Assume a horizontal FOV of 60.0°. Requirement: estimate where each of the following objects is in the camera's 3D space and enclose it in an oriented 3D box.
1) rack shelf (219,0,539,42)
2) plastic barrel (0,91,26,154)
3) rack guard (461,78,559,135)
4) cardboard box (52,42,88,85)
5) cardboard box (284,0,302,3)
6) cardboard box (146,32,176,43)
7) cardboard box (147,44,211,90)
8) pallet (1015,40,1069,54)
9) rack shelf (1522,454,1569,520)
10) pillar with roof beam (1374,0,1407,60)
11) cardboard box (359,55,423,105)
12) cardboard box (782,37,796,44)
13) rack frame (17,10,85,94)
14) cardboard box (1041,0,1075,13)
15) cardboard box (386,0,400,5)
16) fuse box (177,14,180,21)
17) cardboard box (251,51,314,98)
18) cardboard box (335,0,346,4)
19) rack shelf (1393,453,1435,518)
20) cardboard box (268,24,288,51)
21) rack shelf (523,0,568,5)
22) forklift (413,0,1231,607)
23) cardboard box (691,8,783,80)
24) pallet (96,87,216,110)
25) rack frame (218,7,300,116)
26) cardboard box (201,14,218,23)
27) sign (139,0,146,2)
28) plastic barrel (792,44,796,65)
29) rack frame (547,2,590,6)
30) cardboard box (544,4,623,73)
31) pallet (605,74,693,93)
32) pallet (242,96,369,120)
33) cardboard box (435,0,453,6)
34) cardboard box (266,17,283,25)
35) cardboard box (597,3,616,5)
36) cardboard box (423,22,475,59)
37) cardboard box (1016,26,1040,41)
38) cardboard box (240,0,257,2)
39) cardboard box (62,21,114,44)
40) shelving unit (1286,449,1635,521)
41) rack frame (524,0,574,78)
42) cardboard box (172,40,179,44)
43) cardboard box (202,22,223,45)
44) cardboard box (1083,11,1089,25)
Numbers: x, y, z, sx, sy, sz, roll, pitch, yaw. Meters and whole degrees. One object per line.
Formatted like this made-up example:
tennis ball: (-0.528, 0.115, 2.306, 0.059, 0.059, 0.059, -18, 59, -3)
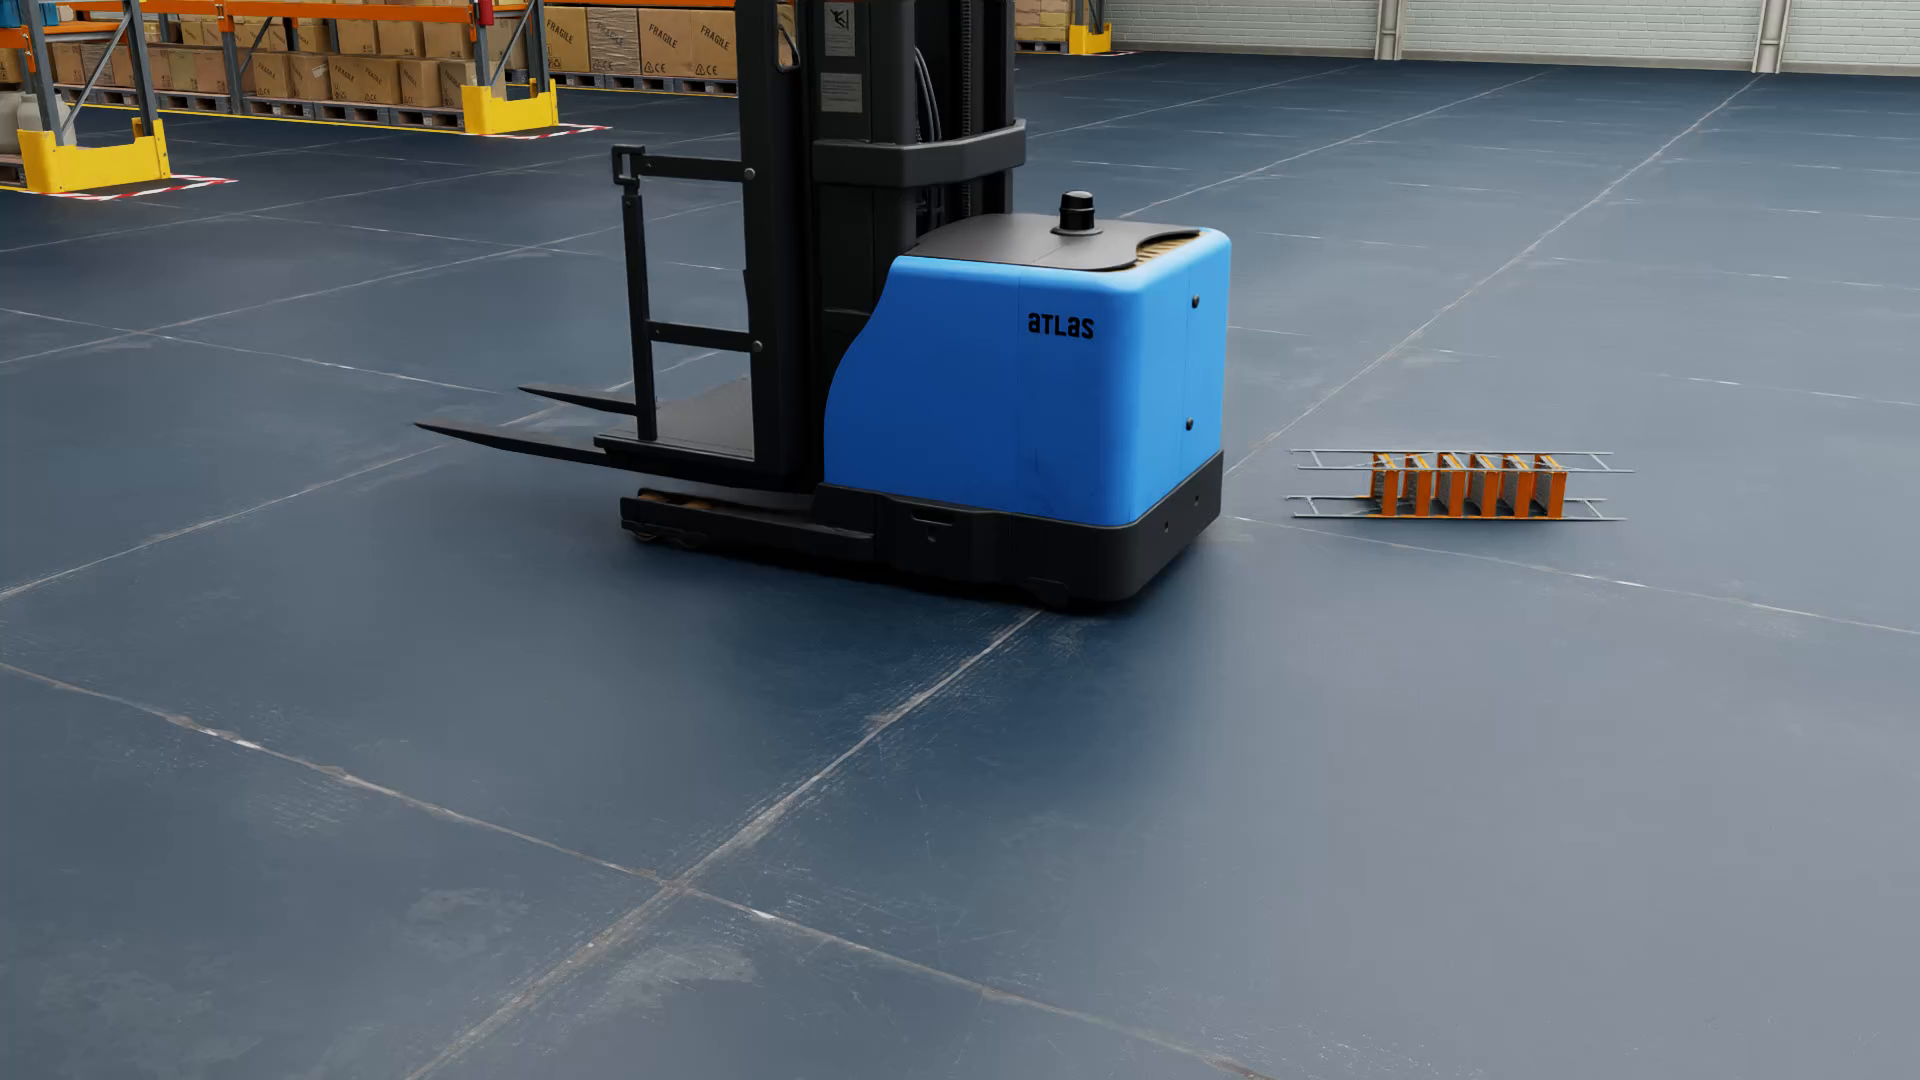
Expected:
rack shelf: (-6.630, -5.946, 18.912, 4.000, 0.370, 1.077, 11, 23, 27)
plastic barrel: (-8.349, -3.675, 14.629, 0.421, 0.512, 0.421, 0, 20, 0)
rack guard: (-4.950, -4.789, 18.334, 0.348, 0.500, 1.175, 11, 23, 27)
cardboard box: (-11.273, -6.208, 21.601, 0.500, 0.500, 0.700, 10, 22, 24)
cardboard box: (-7.470, -6.202, 18.932, 0.250, 0.149, 0.380, 11, 23, 27)
cardboard box: (-13.283, -8.361, 27.646, 0.250, 0.149, 0.380, 11, 23, 28)
cardboard box: (-9.797, -5.935, 20.847, 0.500, 0.500, 0.700, 9, 22, 23)
pallet: (1.678, -9.184, 30.873, 1.213, 0.211, 1.003, 11, 23, 27)
rack shelf: (2.147, -0.202, 6.137, 0.103, 0.180, 0.258, 1, 20, 2)
pillar with roof beam: (5.337, -11.305, 23.833, 0.400, 9.000, 9.100, 11, 23, 27)
cardboard box: (-6.497, -5.281, 19.076, 0.500, 0.500, 0.500, 13, 24, 32)
cardboard box: (-2.688, -8.208, 27.509, 0.500, 0.250, 0.500, 12, 23, 30)
rack frame: (-11.868, -7.282, 21.540, 0.127, 3.000, 1.000, 11, 23, 27)
cardboard box: (1.812, -9.738, 30.263, 0.500, 0.250, 0.500, 12, 23, 29)
cardboard box: (-6.104, -5.987, 18.340, 0.250, 0.149, 0.380, 11, 23, 27)
fuse box: (-17.802, -12.488, 37.784, 0.414, 1.711, 0.539, 11, 23, 27)
cardboard box: (-8.046, -5.560, 19.845, 0.500, 0.500, 0.500, 10, 22, 26)
cardboard box: (-6.779, -6.100, 18.650, 0.250, 0.149, 0.380, 11, 23, 27)
rack shelf: (1.668, -0.207, 6.152, 0.103, 0.180, 0.258, 1, 20, 2)
cardboard box: (-10.514, -7.883, 26.248, 0.500, 0.500, 0.500, 12, 23, 29)
rack shelf: (-7.615, -8.071, 24.770, 4.000, 0.370, 1.077, 11, 23, 27)
forklift: (-0.625, -1.498, 5.696, 3.031, 2.935, 1.130, 10, 22, 25)
cardboard box: (-3.001, -6.703, 22.444, 0.875, 0.875, 0.875, 11, 23, 28)
pallet: (-10.126, -5.637, 21.096, 1.213, 0.211, 1.003, 11, 23, 27)
rack frame: (-8.376, -6.616, 19.707, 0.127, 3.000, 1.000, 11, 23, 27)
cardboard box: (-11.871, -8.492, 26.828, 0.500, 0.250, 0.500, 11, 23, 29)
sign: (-7.027, -4.770, 14.210, 0.005, 0.325, 0.100, 11, 23, 27)
plastic barrel: (-2.593, -7.583, 26.150, 0.512, 0.421, 0.421, -7, 21, -20)
rack frame: (-7.035, -10.232, 29.673, 0.127, 3.000, 1.000, 11, 23, 27)
cardboard box: (-5.354, -7.149, 23.676, 0.875, 0.875, 0.875, 11, 23, 28)
pallet: (-4.174, -6.413, 23.235, 1.213, 0.211, 1.003, 11, 23, 27)
pallet: (-7.772, -5.204, 19.903, 1.213, 0.211, 1.003, 11, 23, 27)
cardboard box: (-5.451, -5.861, 17.992, 0.250, 0.149, 0.380, 11, 23, 27)
cardboard box: (-10.532, -8.233, 26.112, 0.500, 0.250, 0.500, 11, 23, 28)
cardboard box: (-7.327, -11.165, 35.295, 0.500, 0.500, 0.500, 10, 22, 27)
cardboard box: (-7.295, -7.454, 24.699, 0.750, 0.750, 1.050, 11, 23, 27)
cardboard box: (1.373, -9.354, 30.670, 0.500, 0.250, 0.500, 11, 23, 27)
cardboard box: (-8.123, -6.328, 19.279, 0.250, 0.149, 0.380, 11, 23, 27)
cardboard box: (-11.269, -6.563, 21.481, 0.500, 0.250, 0.500, 12, 23, 29)
shelving unit: (1.832, -0.205, 6.147, 1.200, 0.189, 0.258, 1, 20, 2)
rack frame: (-5.869, -8.076, 23.731, 0.127, 3.000, 1.000, 11, 23, 27)
cardboard box: (-13.246, -8.464, 28.366, 0.250, 0.149, 0.380, 12, 23, 29)
cardboard box: (-11.875, -8.140, 26.955, 0.500, 0.500, 0.500, 12, 23, 30)
cardboard box: (2.057, -9.660, 30.779, 0.500, 0.250, 0.500, 11, 23, 28)
